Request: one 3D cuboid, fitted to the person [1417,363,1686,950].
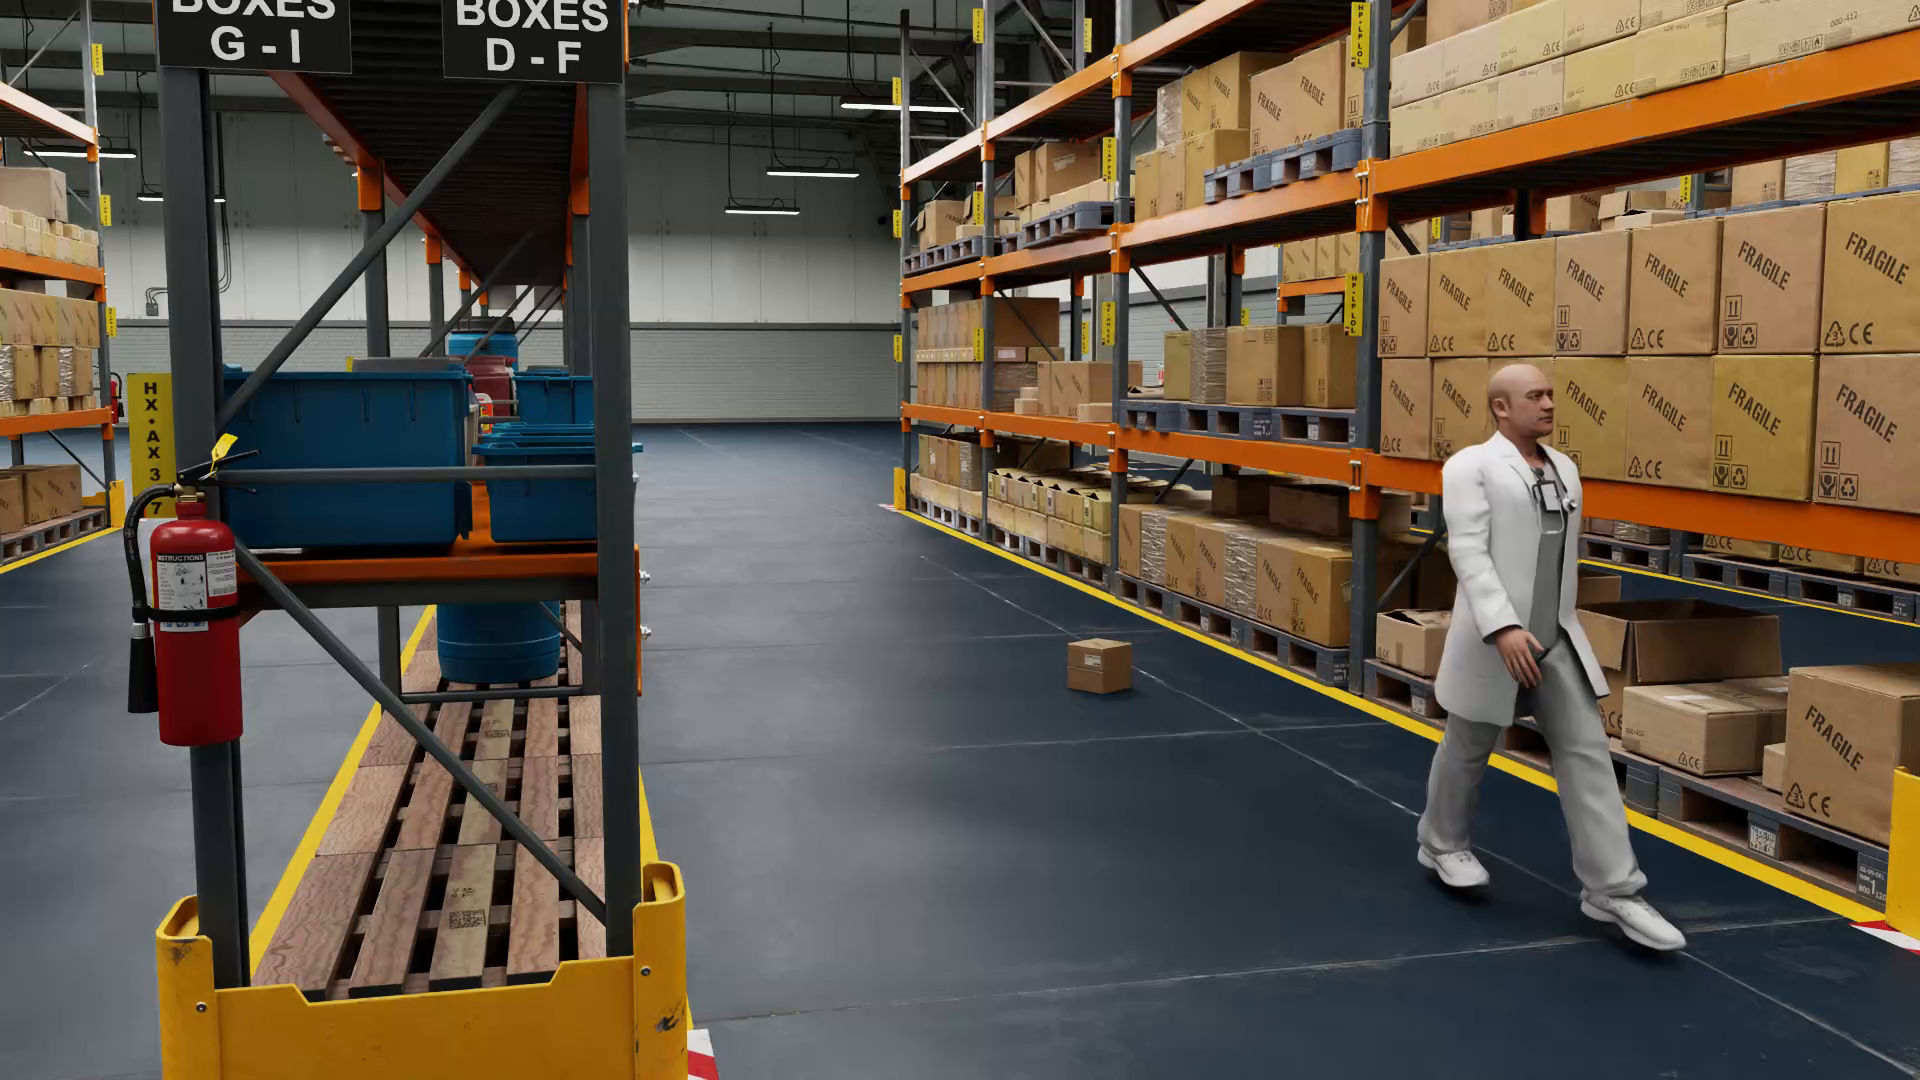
[{"bbox_3d":[1.809,0.315,5.226,0.567,1.731,1.048,-2,6,-19],"label":"person"}]
